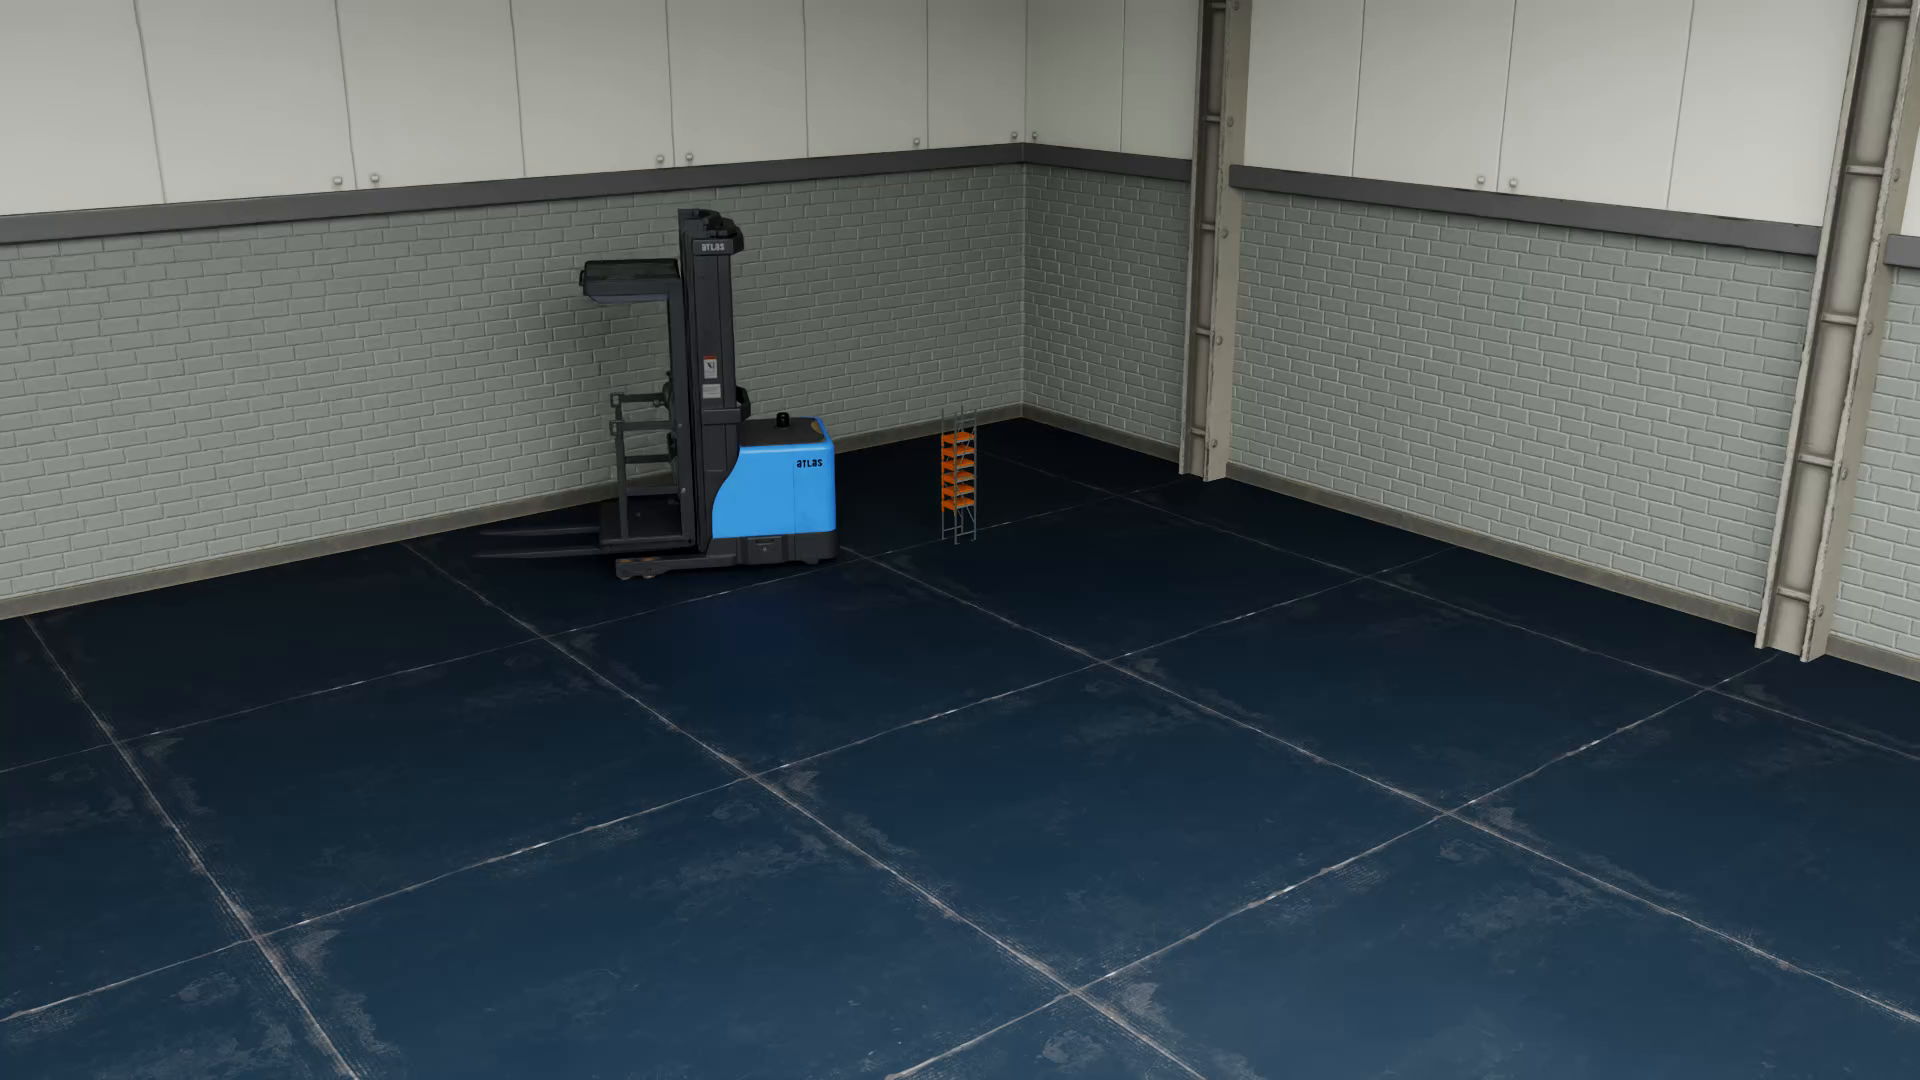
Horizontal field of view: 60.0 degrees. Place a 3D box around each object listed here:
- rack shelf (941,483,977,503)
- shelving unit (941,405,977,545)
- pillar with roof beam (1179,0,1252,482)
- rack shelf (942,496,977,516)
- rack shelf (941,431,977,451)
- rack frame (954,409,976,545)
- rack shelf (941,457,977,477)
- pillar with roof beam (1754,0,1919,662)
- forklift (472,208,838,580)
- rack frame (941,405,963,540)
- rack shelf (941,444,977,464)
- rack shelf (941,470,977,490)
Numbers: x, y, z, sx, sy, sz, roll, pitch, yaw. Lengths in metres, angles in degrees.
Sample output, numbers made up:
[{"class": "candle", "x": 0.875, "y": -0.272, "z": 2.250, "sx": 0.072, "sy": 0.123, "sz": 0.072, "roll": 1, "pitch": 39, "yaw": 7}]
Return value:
[{"class": "rack shelf", "x": -0.009, "y": -0.417, "z": 14.736, "sx": 0.258, "sy": 0.103, "sz": 0.180, "roll": -14, "pitch": 23, "yaw": -36}, {"class": "shelving unit", "x": -0.009, "y": -0.573, "z": 14.685, "sx": 0.258, "sy": 1.200, "sz": 0.189, "roll": -14, "pitch": 23, "yaw": -36}, {"class": "pillar with roof beam", "x": -0.912, "y": -4.093, "z": 12.907, "sx": 9.100, "sy": 9.000, "sz": 0.400, "roll": -14, "pitch": 23, "yaw": -36}, {"class": "rack shelf", "x": -0.009, "y": -0.303, "z": 14.774, "sx": 0.258, "sy": 0.103, "sz": 0.180, "roll": -14, "pitch": 23, "yaw": -36}, {"class": "rack shelf", "x": -0.009, "y": -0.873, "z": 14.585, "sx": 0.258, "sy": 0.103, "sz": 0.180, "roll": -14, "pitch": 23, "yaw": -36}, {"class": "rack frame", "x": 0.048, "y": -0.551, "z": 14.617, "sx": 0.240, "sy": 1.200, "sz": 0.006, "roll": -14, "pitch": 23, "yaw": -36}, {"class": "rack shelf", "x": -0.009, "y": -0.645, "z": 14.661, "sx": 0.258, "sy": 0.103, "sz": 0.180, "roll": -14, "pitch": 23, "yaw": -36}, {"class": "pillar with roof beam", "x": 2.814, "y": -2.614, "z": 8.443, "sx": 9.100, "sy": 9.000, "sz": 0.400, "roll": -14, "pitch": 23, "yaw": -36}, {"class": "forklift", "x": -2.612, "y": -1.240, "z": 13.946, "sx": 3.031, "sy": 2.935, "sz": 1.130, "roll": -4, "pitch": 19, "yaw": -11}, {"class": "rack frame", "x": -0.066, "y": -0.596, "z": 14.753, "sx": 0.240, "sy": 1.200, "sz": 0.006, "roll": -14, "pitch": 23, "yaw": -36}, {"class": "rack shelf", "x": -0.009, "y": -0.759, "z": 14.623, "sx": 0.258, "sy": 0.103, "sz": 0.180, "roll": -14, "pitch": 23, "yaw": -36}, {"class": "rack shelf", "x": -0.009, "y": -0.531, "z": 14.699, "sx": 0.258, "sy": 0.103, "sz": 0.180, "roll": -14, "pitch": 23, "yaw": -36}]
